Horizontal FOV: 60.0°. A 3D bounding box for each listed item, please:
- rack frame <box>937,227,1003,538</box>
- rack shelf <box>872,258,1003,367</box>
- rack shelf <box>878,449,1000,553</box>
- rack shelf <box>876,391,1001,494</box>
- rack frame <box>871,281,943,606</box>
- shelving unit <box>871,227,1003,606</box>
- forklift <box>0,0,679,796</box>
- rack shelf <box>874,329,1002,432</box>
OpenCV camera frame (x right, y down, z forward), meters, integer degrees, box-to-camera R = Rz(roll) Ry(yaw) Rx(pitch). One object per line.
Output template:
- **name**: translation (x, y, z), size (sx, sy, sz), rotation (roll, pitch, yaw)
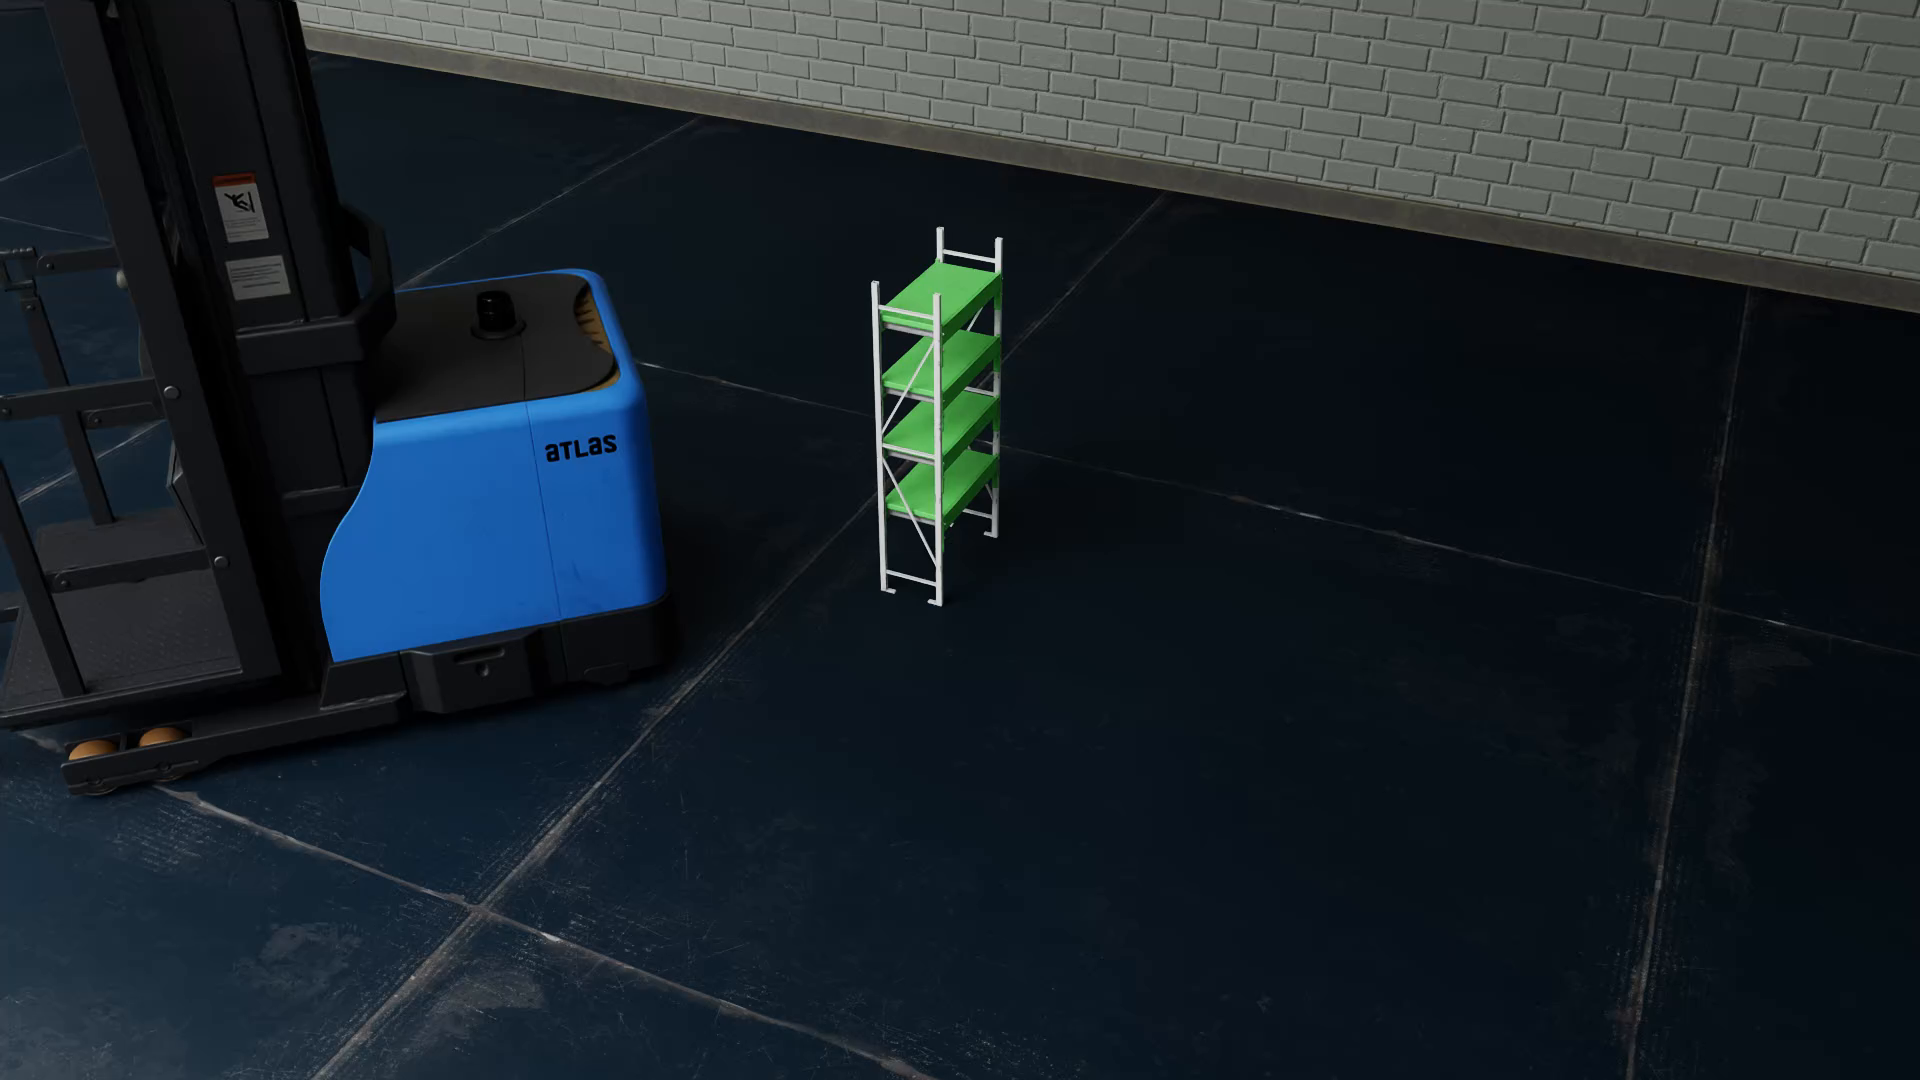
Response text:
- **rack frame**: translation (0.033, -0.541, 5.981), size (0.240, 1.200, 0.015), rotation (14, 36, 20)
- **rack shelf**: translation (-0.069, -0.767, 5.567), size (0.258, 0.148, 0.480), rotation (14, 36, 20)
- **rack shelf**: translation (-0.069, -0.165, 5.962), size (0.258, 0.148, 0.480), rotation (14, 36, 20)
- **rack shelf**: translation (-0.069, -0.366, 5.830), size (0.258, 0.148, 0.480), rotation (14, 36, 20)
- **rack frame**: translation (-0.171, -0.298, 5.610), size (0.240, 1.200, 0.015), rotation (14, 36, 20)
- **shelving unit**: translation (-0.069, -0.419, 5.795), size (0.258, 1.200, 0.503), rotation (14, 36, 20)
- **forklift**: translation (-2.516, -0.775, 4.759), size (3.031, 2.935, 1.130), rotation (-10, 35, -15)
- **rack shelf**: translation (-0.069, -0.567, 5.699), size (0.258, 0.148, 0.480), rotation (14, 36, 20)
